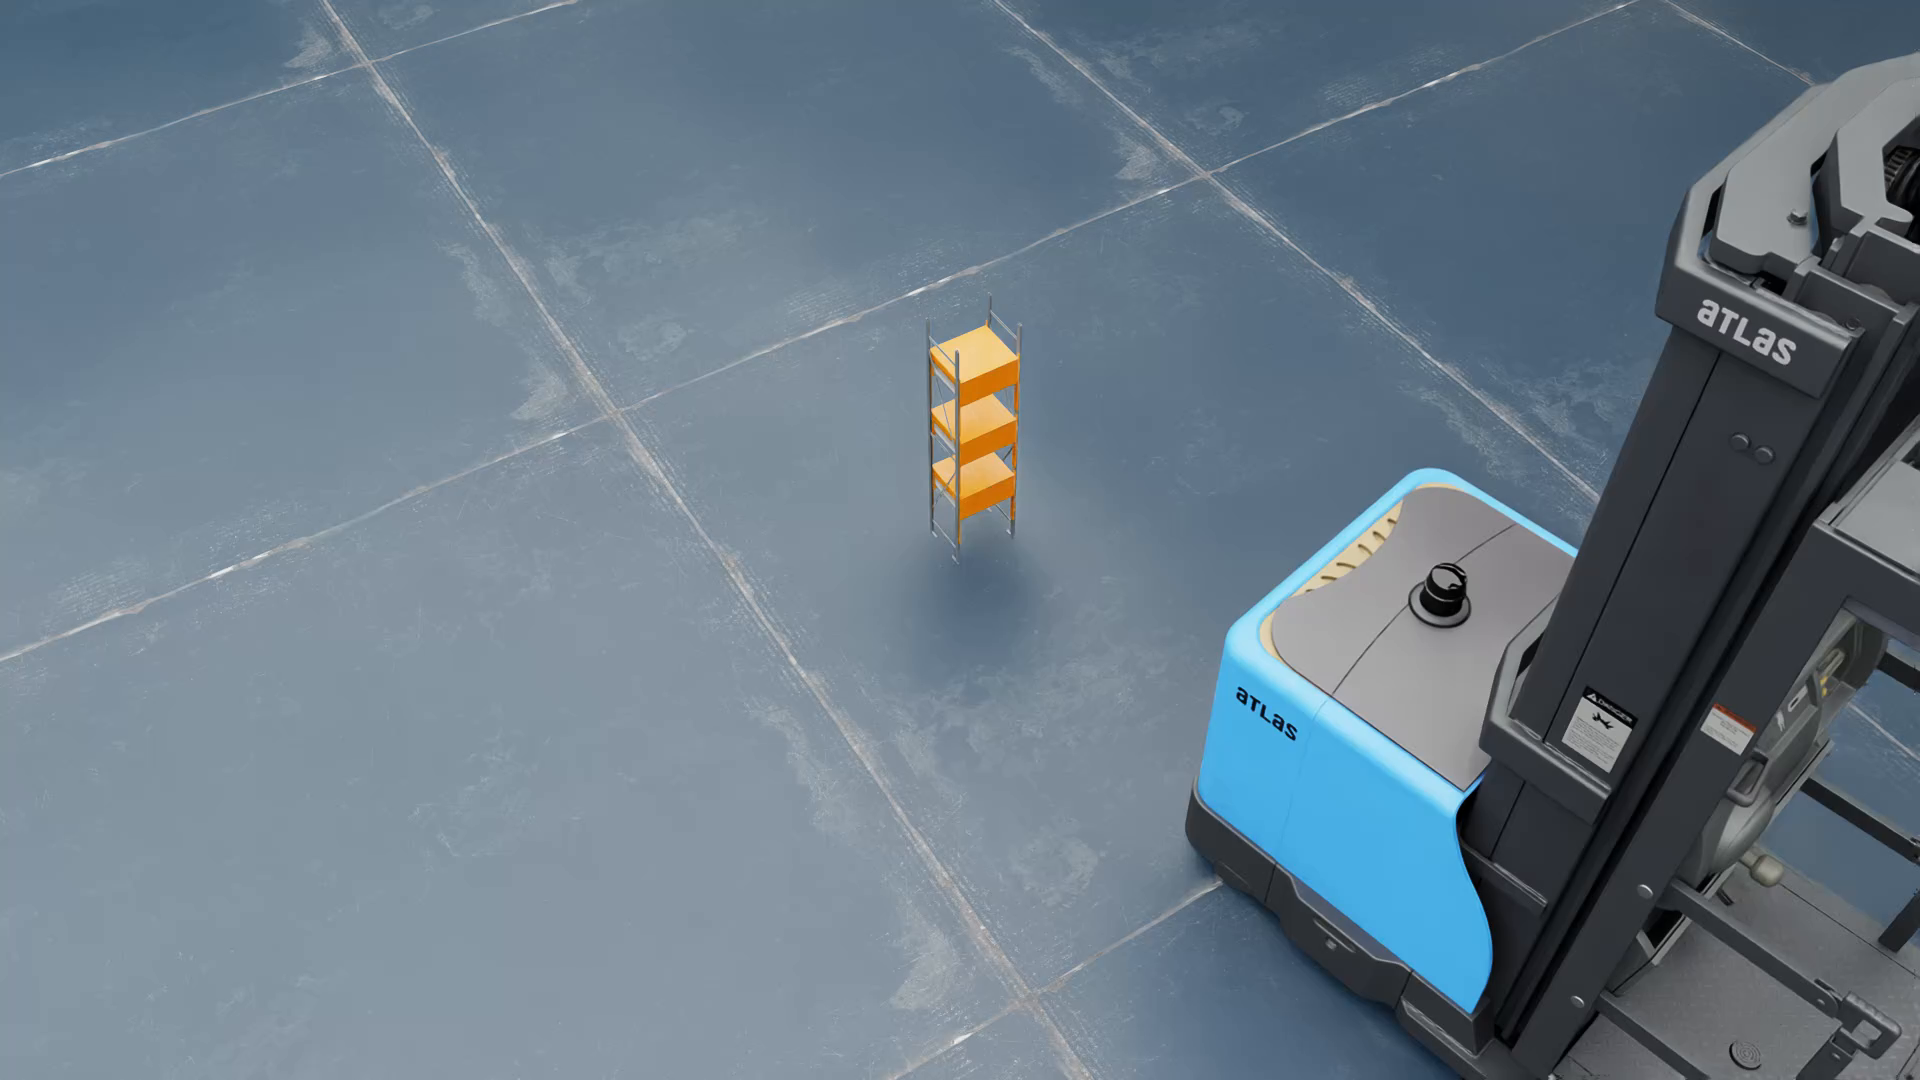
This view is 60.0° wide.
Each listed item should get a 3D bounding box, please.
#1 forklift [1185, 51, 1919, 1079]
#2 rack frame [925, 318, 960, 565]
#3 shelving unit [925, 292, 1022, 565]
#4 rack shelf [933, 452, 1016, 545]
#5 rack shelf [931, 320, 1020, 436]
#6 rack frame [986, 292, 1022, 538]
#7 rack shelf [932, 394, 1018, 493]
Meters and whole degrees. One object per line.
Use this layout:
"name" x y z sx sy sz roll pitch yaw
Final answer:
"forklift" 2.111 0.534 3.811 1.130 2.935 3.031 -36 58 -28
"rack frame" -0.058 -0.322 5.834 0.008 1.050 0.200 -25 53 -21
"shelving unit" 0.045 -0.370 5.877 0.252 1.050 0.215 -25 53 -21
"rack shelf" 0.045 -0.179 6.092 0.240 0.259 0.215 -25 53 -21
"rack shelf" 0.045 -0.552 5.673 0.240 0.259 0.215 -25 53 -21
"rack frame" 0.148 -0.419 5.920 0.008 1.050 0.200 -25 53 -21
"rack shelf" 0.045 -0.363 5.885 0.240 0.259 0.215 -25 53 -21
